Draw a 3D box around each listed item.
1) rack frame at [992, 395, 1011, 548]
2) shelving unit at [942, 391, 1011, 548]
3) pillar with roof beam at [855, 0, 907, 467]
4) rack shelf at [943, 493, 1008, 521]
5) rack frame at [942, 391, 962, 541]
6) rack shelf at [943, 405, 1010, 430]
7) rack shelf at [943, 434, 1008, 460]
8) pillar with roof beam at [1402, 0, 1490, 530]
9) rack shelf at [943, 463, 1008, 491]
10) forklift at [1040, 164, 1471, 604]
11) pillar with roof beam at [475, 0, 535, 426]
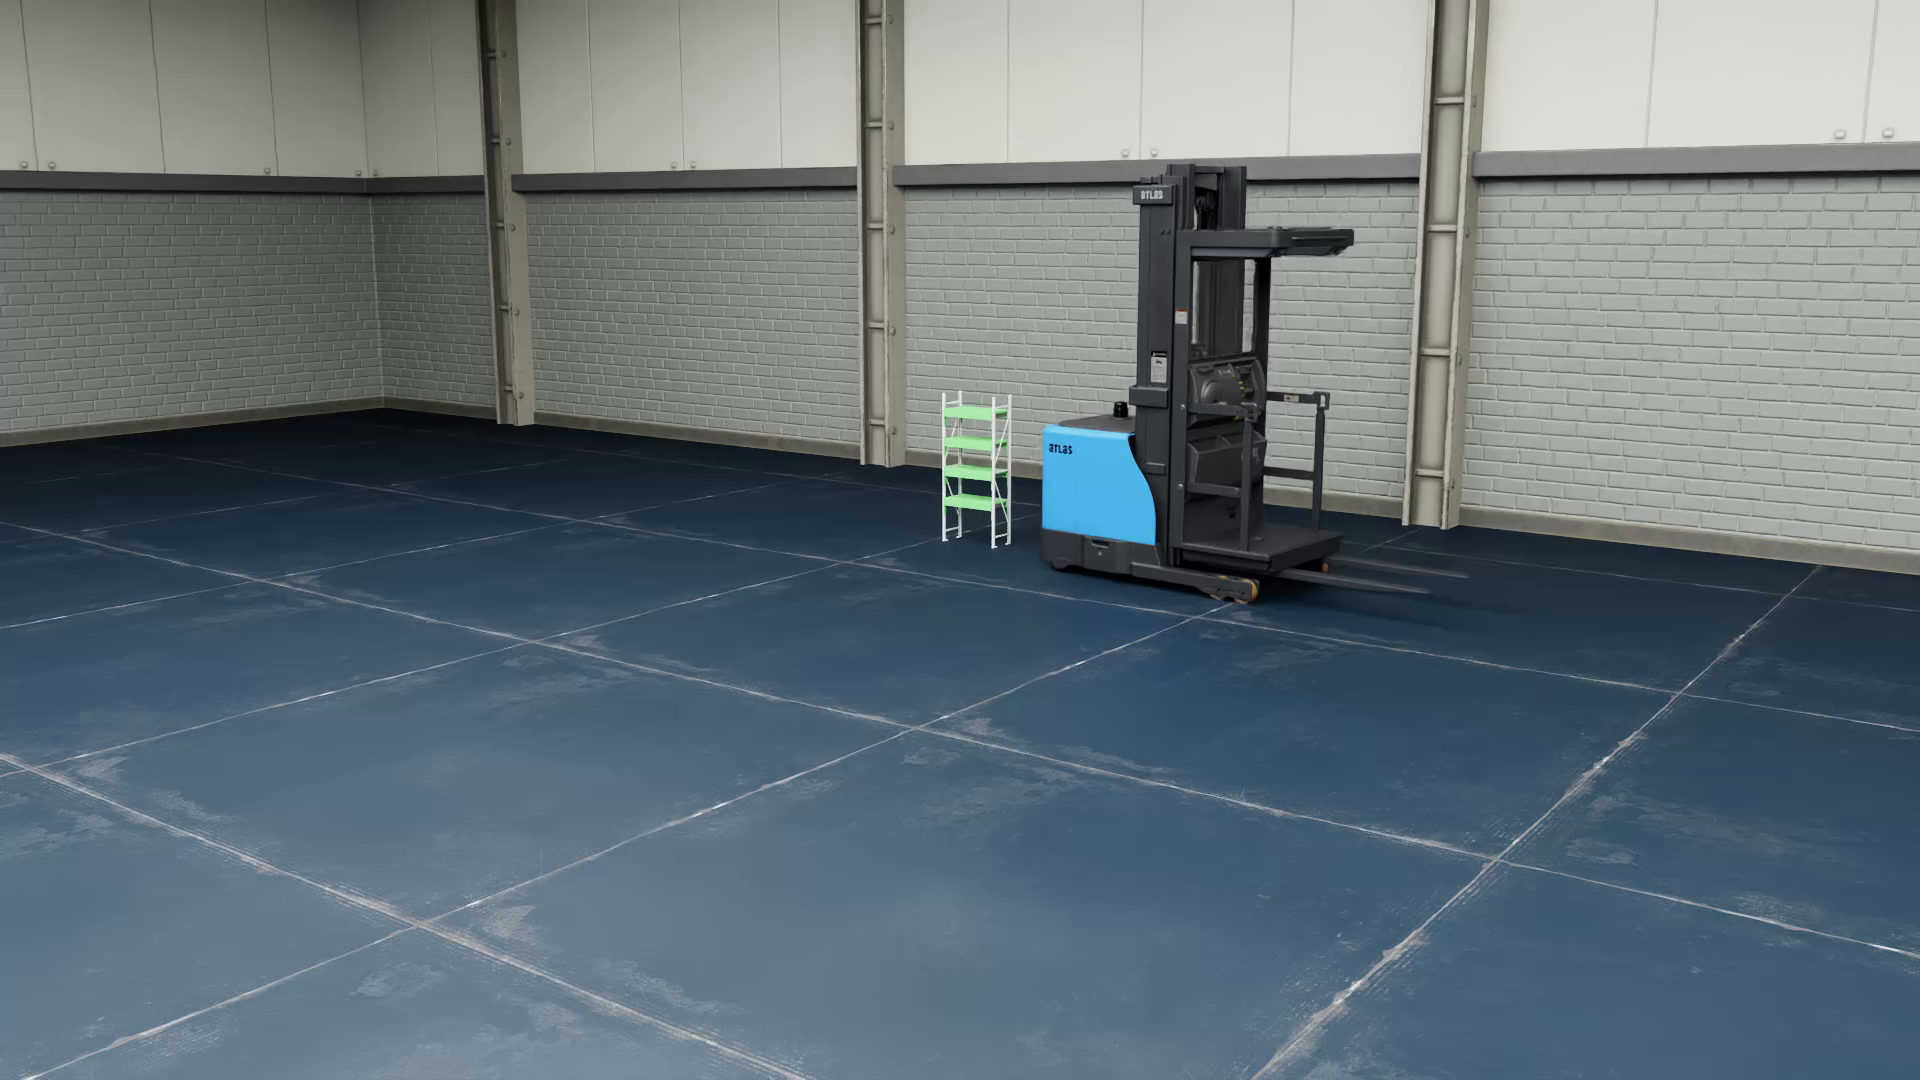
[{"bbox_3d":[0.330,-0.543,13.178,0.015,1.200,0.240,8,13,36],"label":"rack frame"},{"bbox_3d":[0.133,-0.570,13.320,0.503,1.200,0.258,8,13,36],"label":"shelving unit"},{"bbox_3d":[-3.362,-4.566,13.440,0.400,9.000,9.100,8,13,36],"label":"pillar with roof beam"},{"bbox_3d":[0.133,-0.272,13.377,0.480,0.148,0.258,8,13,36],"label":"rack shelf"},{"bbox_3d":[-0.063,-0.598,13.461,0.015,1.200,0.240,8,13,36],"label":"rack frame"},{"bbox_3d":[0.133,-0.979,13.240,0.480,0.148,0.258,8,13,36],"label":"rack shelf"},{"bbox_3d":[0.133,-0.743,13.286,0.480,0.148,0.258,8,13,36],"label":"rack shelf"},{"bbox_3d":[1.474,-3.891,9.953,0.400,9.000,9.100,8,13,36],"label":"pillar with roof beam"},{"bbox_3d":[0.133,-0.508,13.332,0.480,0.148,0.258,8,13,36],"label":"rack shelf"},{"bbox_3d":[2.045,-1.117,11.588,3.031,2.935,1.130,9,14,40],"label":"forklift"},{"bbox_3d":[-8.198,-5.241,16.927,0.400,9.000,9.100,8,13,36],"label":"pillar with roof beam"}]
